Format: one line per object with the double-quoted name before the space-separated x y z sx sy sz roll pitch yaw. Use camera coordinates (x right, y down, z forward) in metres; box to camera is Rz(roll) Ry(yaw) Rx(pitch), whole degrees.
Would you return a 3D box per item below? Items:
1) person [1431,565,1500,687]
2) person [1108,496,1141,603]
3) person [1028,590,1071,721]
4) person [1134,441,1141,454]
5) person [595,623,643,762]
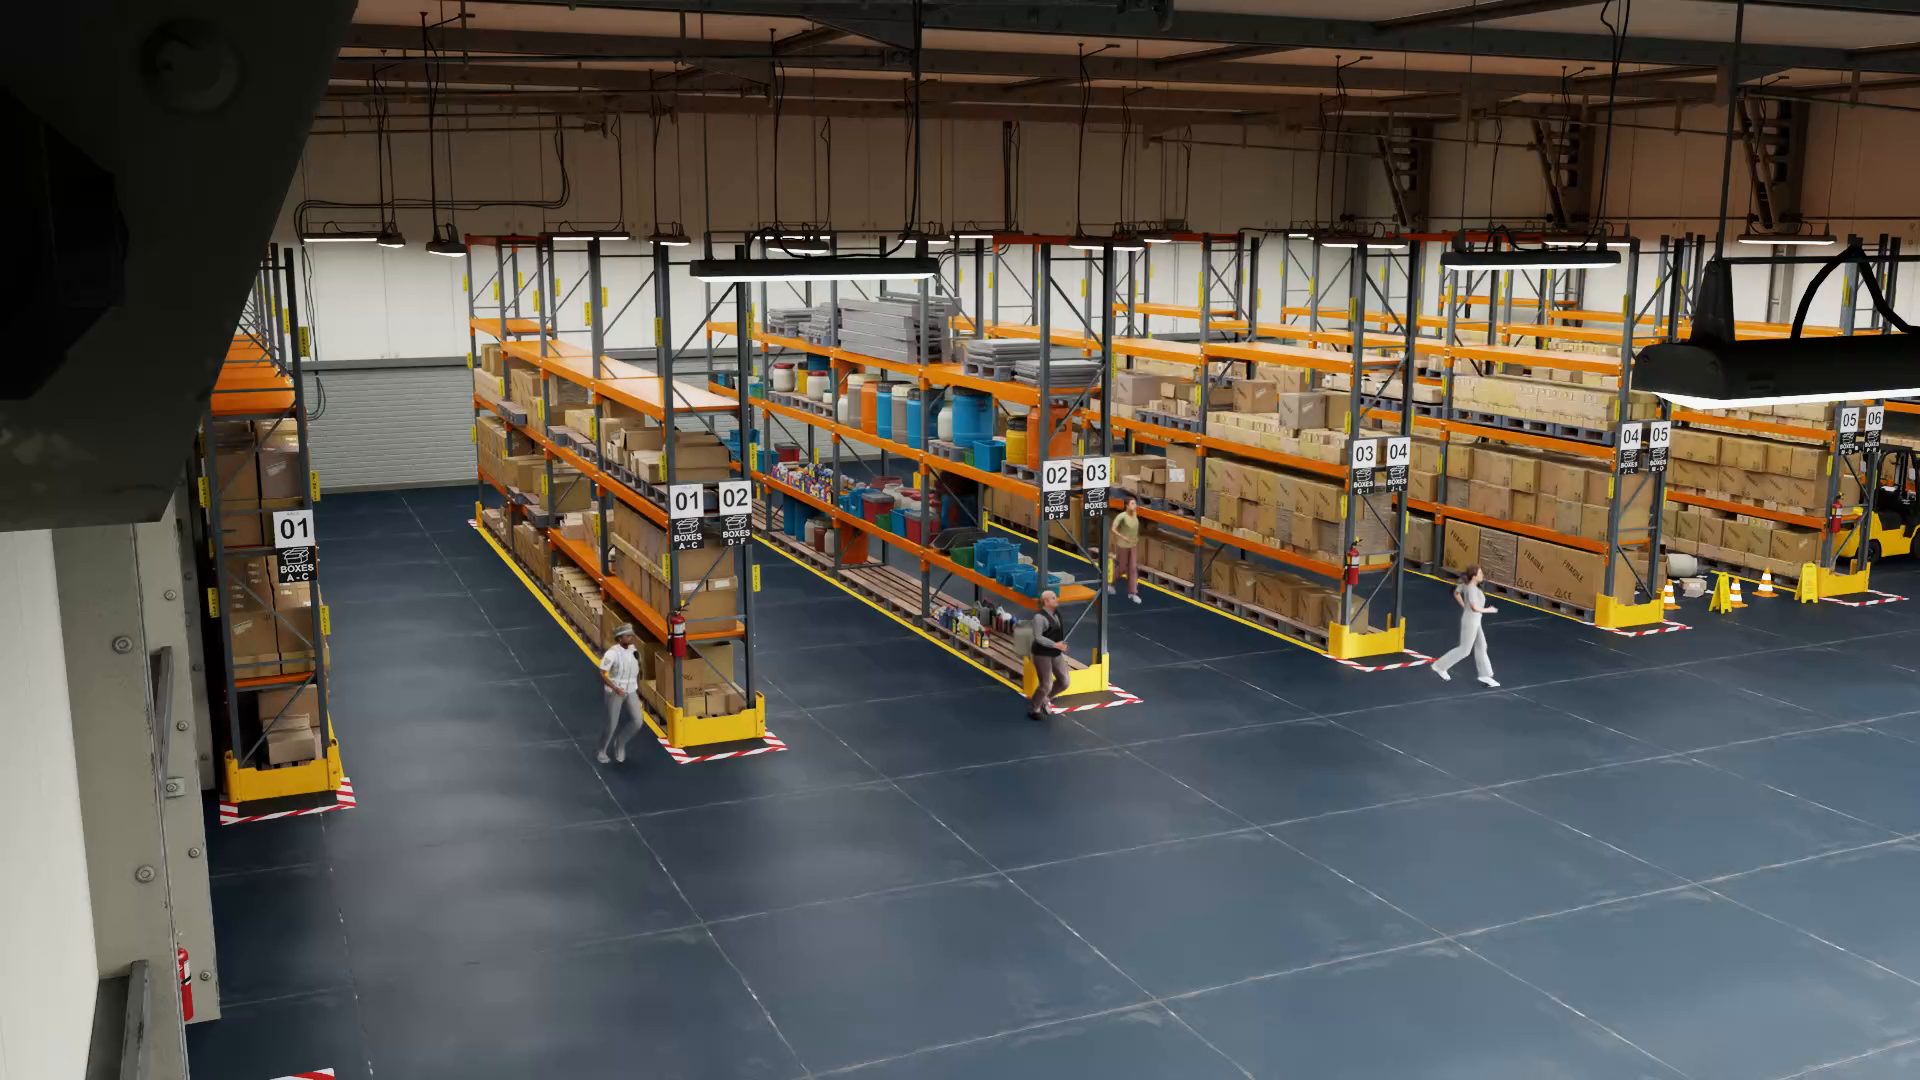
"person" 6.942 1.168 22.692 0.930 1.699 0.584 2 11 12
"person" 2.670 0.116 26.660 0.601 1.671 0.871 -8 14 -35
"person" 1.167 1.466 21.133 0.612 1.693 0.687 7 13 33
"person" 4.412 -2.539 41.619 0.919 1.782 0.714 3 11 13
"person" -3.953 1.789 19.581 0.637 1.647 0.600 -10 15 -43
